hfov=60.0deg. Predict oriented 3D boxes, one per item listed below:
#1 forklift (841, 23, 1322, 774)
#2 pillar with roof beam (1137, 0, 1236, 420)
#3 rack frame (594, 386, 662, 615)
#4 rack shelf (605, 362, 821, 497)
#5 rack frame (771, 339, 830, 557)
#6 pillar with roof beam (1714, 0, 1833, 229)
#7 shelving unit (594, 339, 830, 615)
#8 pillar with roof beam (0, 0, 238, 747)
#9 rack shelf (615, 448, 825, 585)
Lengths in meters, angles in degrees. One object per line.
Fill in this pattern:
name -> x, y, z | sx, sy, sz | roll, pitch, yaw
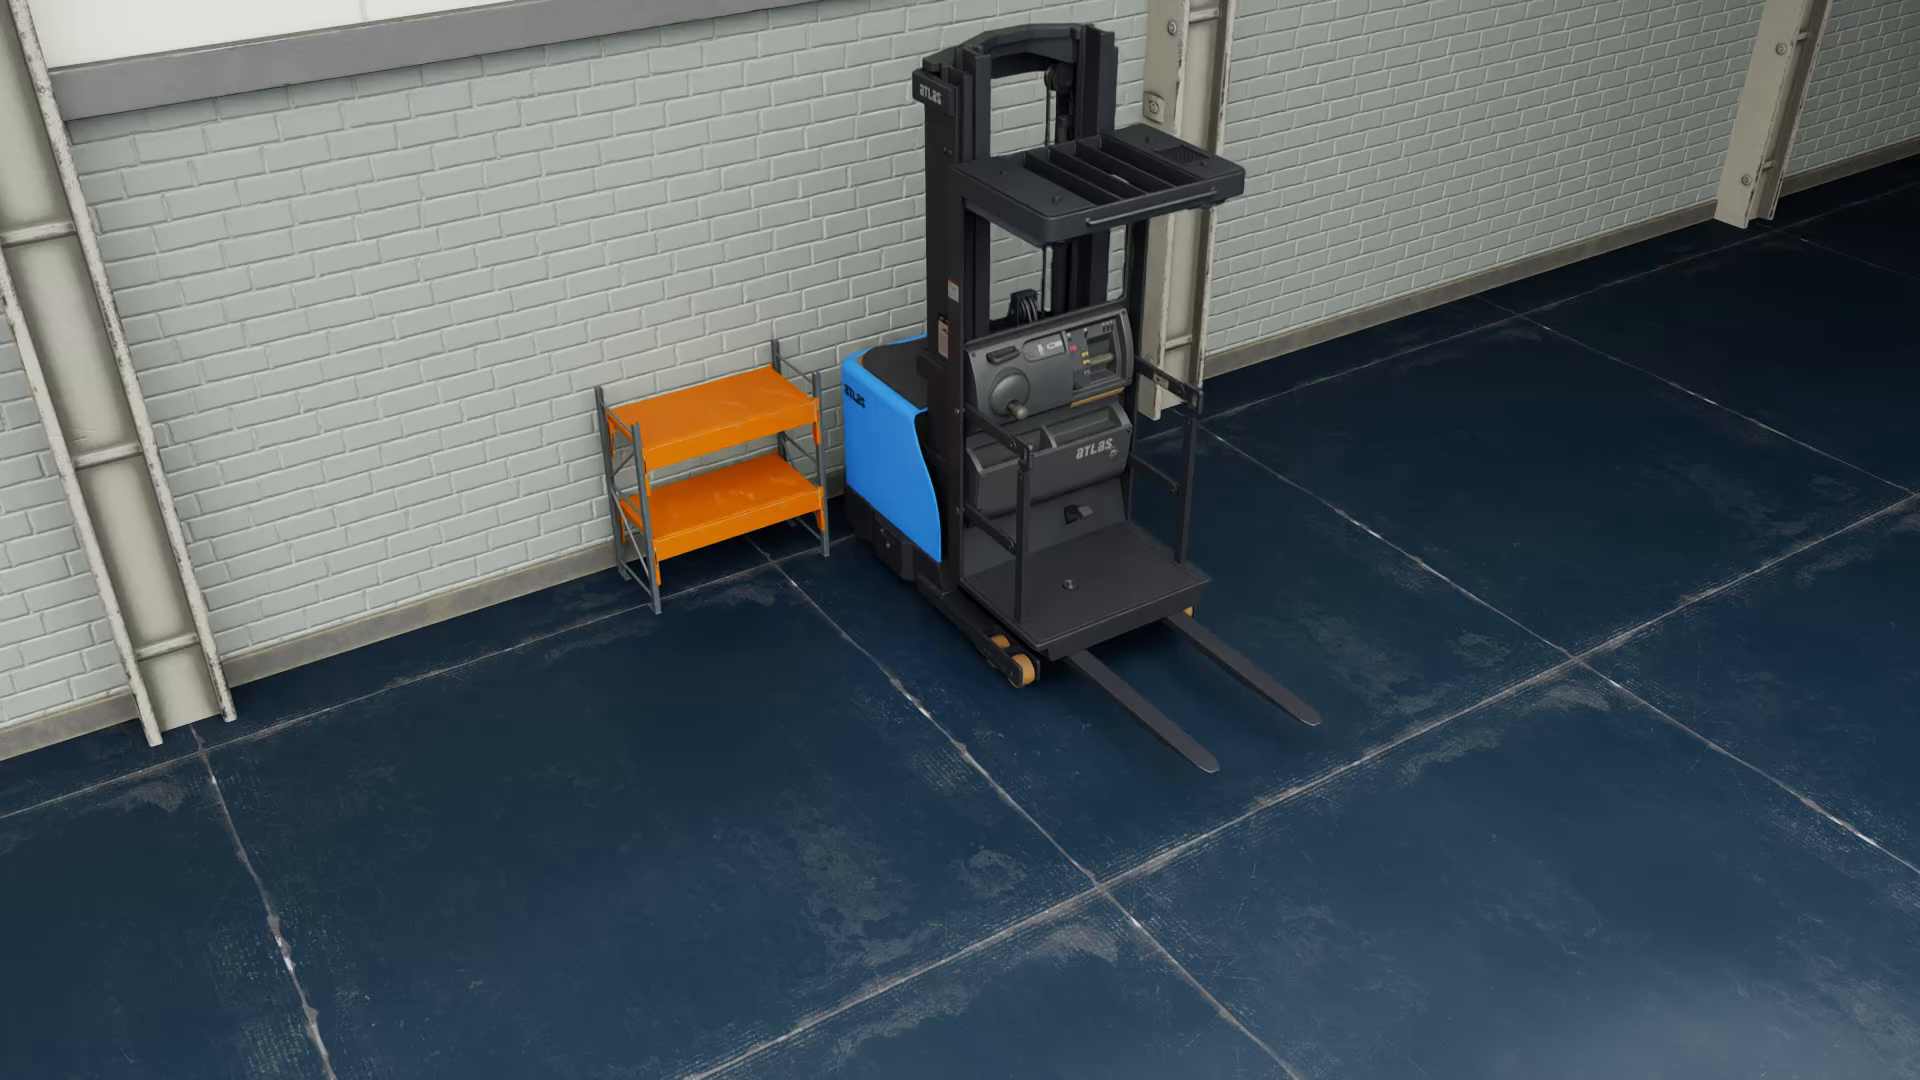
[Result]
forklift -> 0.565, -0.800, 7.892 | 1.130, 2.935, 3.031 | -19, 37, -27
pillar with roof beam -> 3.648, -2.761, 5.315 | 0.400, 9.000, 9.100 | -19, 37, -27
rack frame -> -1.722, -0.198, 8.632 | 0.032, 1.125, 0.500 | -19, 37, -28
rack shelf -> -1.297, -0.595, 8.712 | 1.000, 0.278, 0.538 | -19, 37, -28
rack frame -> -0.873, -0.496, 9.104 | 0.032, 1.125, 0.500 | -19, 37, -28
pillar with roof beam -> 8.691, -4.496, 8.064 | 0.400, 9.000, 9.100 | -19, 37, -27
shelving unit -> -1.297, -0.347, 8.868 | 1.048, 1.125, 0.538 | -19, 37, -28
pillar with roof beam -> -1.395, -1.027, 2.565 | 0.400, 9.000, 9.100 | -19, 37, -27
rack shelf -> -1.297, -0.140, 8.998 | 1.000, 0.278, 0.538 | -19, 37, -28
